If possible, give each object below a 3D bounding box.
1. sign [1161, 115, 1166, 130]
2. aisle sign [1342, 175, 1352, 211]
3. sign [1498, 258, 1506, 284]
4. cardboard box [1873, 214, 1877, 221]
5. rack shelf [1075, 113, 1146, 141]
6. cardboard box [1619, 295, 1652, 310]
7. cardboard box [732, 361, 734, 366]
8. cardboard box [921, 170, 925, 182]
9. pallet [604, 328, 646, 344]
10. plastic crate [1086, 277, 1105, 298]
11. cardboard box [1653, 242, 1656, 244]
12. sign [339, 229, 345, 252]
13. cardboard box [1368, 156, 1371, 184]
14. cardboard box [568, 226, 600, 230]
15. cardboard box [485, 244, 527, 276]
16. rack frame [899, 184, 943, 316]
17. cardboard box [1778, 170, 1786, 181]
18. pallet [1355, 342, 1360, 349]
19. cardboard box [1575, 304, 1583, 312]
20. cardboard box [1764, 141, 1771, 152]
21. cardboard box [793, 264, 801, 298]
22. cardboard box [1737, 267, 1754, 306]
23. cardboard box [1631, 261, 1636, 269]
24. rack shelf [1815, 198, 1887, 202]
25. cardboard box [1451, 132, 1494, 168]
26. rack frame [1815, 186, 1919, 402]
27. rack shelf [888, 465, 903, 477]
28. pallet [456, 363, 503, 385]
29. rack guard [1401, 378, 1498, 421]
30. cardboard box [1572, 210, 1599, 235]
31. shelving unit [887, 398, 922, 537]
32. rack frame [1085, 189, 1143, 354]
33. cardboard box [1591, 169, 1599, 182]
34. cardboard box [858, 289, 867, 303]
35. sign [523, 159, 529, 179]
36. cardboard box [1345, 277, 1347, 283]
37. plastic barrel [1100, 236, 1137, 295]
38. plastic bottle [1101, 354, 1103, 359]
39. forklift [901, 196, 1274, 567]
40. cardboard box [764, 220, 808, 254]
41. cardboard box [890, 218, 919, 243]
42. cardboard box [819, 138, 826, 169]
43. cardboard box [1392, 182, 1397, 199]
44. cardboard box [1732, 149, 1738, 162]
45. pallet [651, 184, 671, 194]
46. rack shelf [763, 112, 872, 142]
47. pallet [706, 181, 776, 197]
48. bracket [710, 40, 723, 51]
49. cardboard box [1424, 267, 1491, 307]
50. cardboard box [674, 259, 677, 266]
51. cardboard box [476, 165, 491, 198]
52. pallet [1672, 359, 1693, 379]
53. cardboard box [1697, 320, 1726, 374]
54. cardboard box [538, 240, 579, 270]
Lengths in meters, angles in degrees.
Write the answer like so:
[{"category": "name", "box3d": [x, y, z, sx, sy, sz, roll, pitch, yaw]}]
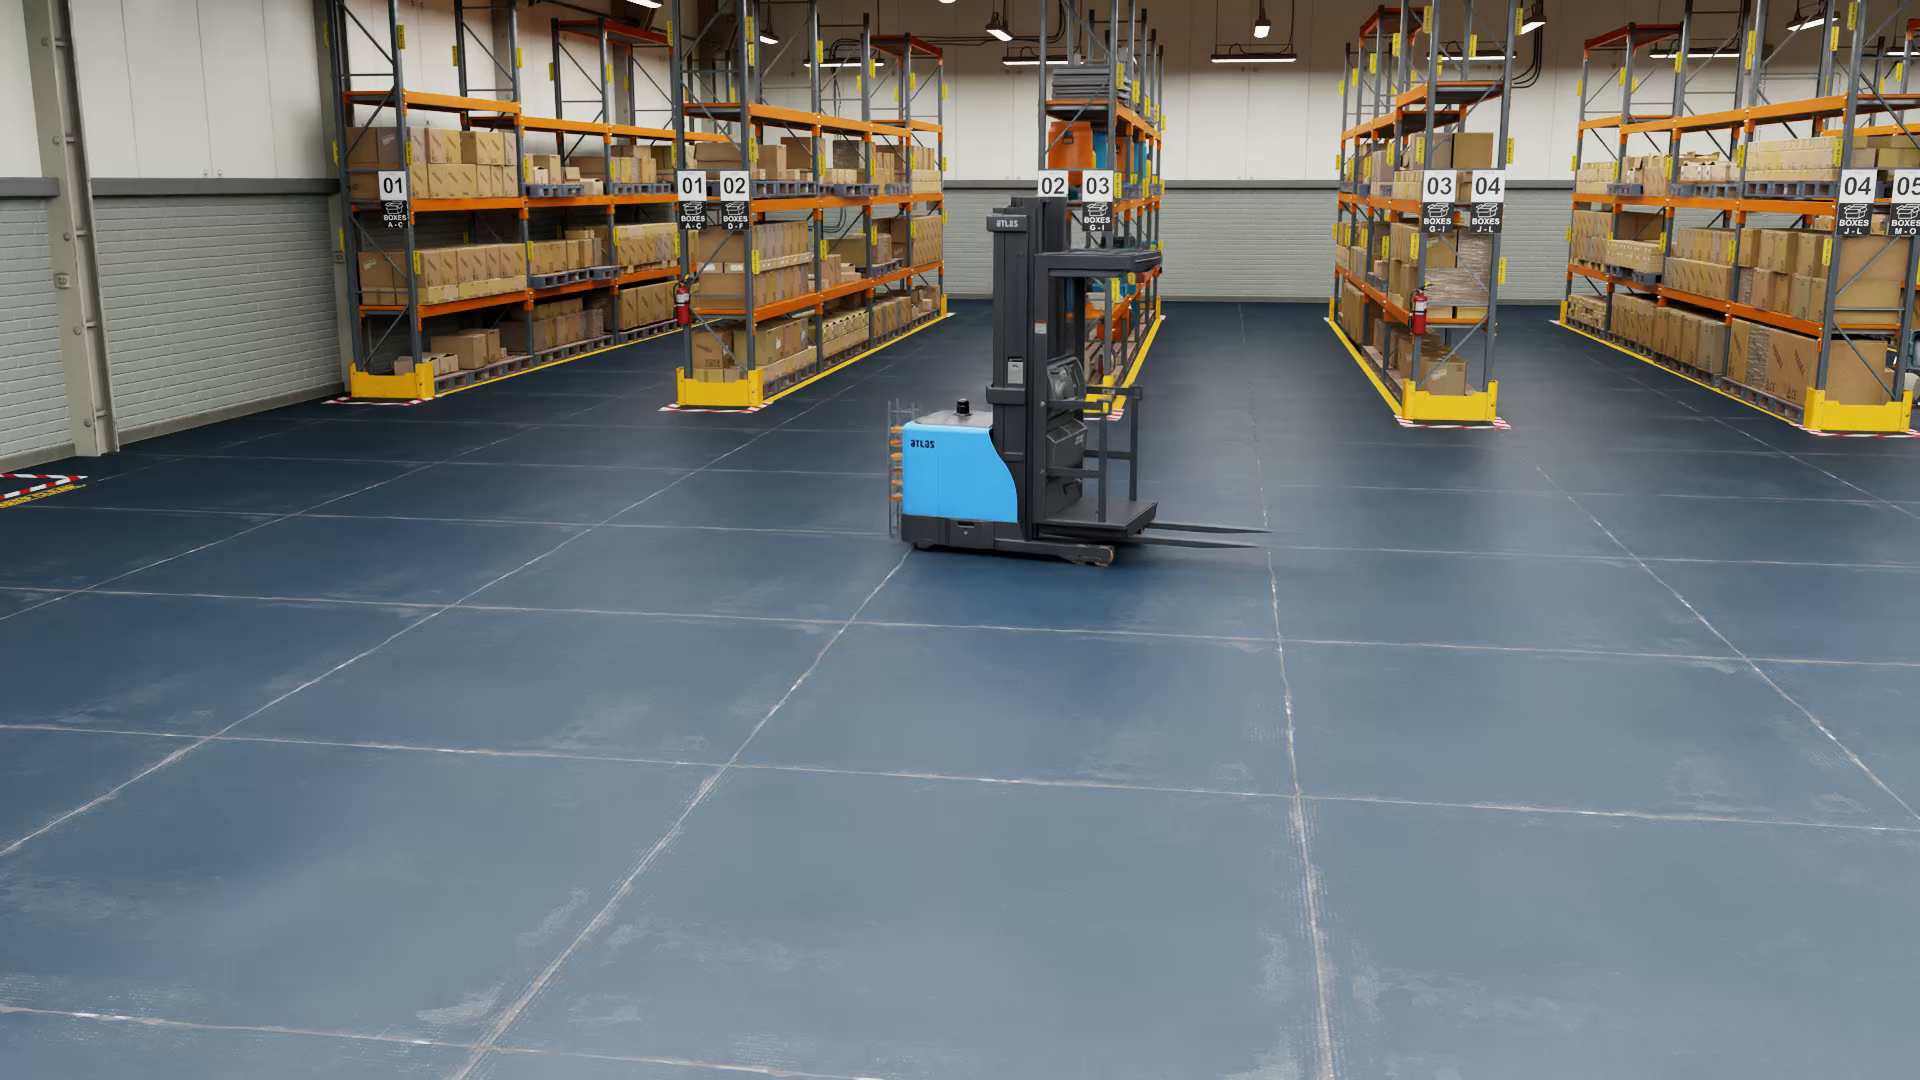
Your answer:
[{"category": "sign", "box3d": [4.541, -9.309, 37.094, 0.100, 0.325, 0.005, 2, 12, 9]}, {"category": "aisle sign", "box3d": [8.603, -7.683, 36.855, 0.394, 0.787, 0.004, 2, 12, 9]}, {"category": "sign", "box3d": [6.964, -3.463, 21.387, 0.100, 0.325, 0.005, 2, 12, 9]}, {"category": "cardboard box", "box3d": [17.994, -6.266, 32.299, 0.380, 0.149, 0.250, 2, 12, 9]}, {"category": "rack shelf", "box3d": [2.457, -6.852, 27.585, 1.077, 0.370, 4.000, 2, 12, 9]}, {"category": "cardboard box", "box3d": [12.705, -4.467, 31.258, 0.500, 0.250, 0.500, 2, 12, 10]}, {"category": "cardboard box", "box3d": [-3.505, -2.466, 24.345, 0.500, 0.250, 0.500, 2, 12, 9]}, {"category": "cardboard box", "box3d": [-1.031, -7.815, 35.687, 0.500, 0.250, 0.500, 2, 12, 9]}, {"category": "pallet", "box3d": [-6.829, -4.003, 32.565, 1.003, 0.211, 1.213, 2, 12, 9]}, {"category": "plastic crate", "box3d": [1.943, -3.915, 25.687, 0.767, 0.338, 0.504, 2, 12, 9]}, {"category": "cardboard box", "box3d": [13.168, -5.493, 31.047, 0.380, 0.149, 0.250, 2, 12, 8]}, {"category": "sign", "box3d": [-8.801, -4.281, 23.741, 0.100, 0.325, 0.005, 2, 12, 9]}, {"category": "cardboard box", "box3d": [7.727, -6.755, 30.363, 0.500, 0.500, 0.500, 3, 12, 12]}, {"category": "cardboard box", "box3d": [-7.212, -5.877, 31.875, 0.500, 0.250, 0.500, 2, 12, 10]}, {"category": "cardboard box", "box3d": [-7.407, -4.566, 27.089, 0.500, 0.500, 0.500, 2, 12, 9]}, {"category": "rack frame", "box3d": [-0.899, -6.710, 38.507, 1.000, 3.000, 0.127, 2, 12, 9]}, {"category": "cardboard box", "box3d": [11.303, -4.924, 22.465, 0.380, 0.149, 0.250, 2, 12, 9]}, {"category": "pallet", "box3d": [8.044, -3.774, 31.506, 1.003, 0.211, 1.213, 2, 12, 9]}, {"category": "cardboard box", "box3d": [13.245, -4.904, 35.191, 0.380, 0.149, 0.250, 2, 12, 10]}, {"category": "cardboard box", "box3d": [11.420, -5.472, 23.114, 0.380, 0.149, 0.250, 2, 12, 8]}, {"category": "cardboard box", "box3d": [-2.882, -4.058, 25.965, 0.700, 0.500, 0.500, 2, 12, 8]}, {"category": "cardboard box", "box3d": [11.883, -3.704, 24.206, 0.875, 0.550, 0.550, 2, 12, 9]}, {"category": "cardboard box", "box3d": [12.326, -4.954, 29.960, 0.380, 0.149, 0.250, 1, 12, 6]}, {"category": "rack shelf", "box3d": [18.373, -6.765, 33.352, 1.077, 0.370, 4.000, 2, 12, 9]}, {"category": "cardboard box", "box3d": [6.923, -5.262, 22.542, 0.500, 0.500, 0.500, 2, 12, 8]}, {"category": "rack frame", "box3d": [11.313, -2.875, 20.716, 1.000, 3.000, 0.127, 2, 12, 9]}, {"category": "rack shelf", "box3d": [-0.477, -0.580, 14.547, 0.258, 0.103, 0.180, 4, 13, 20]}, {"category": "pallet", "box3d": [-7.894, -2.613, 26.115, 1.003, 0.211, 1.213, 2, 12, 9]}, {"category": "rack guard", "box3d": [6.439, -1.851, 21.896, 1.175, 0.500, 0.348, 2, 12, 9]}, {"category": "cardboard box", "box3d": [13.443, -6.804, 35.630, 0.500, 0.500, 0.500, 2, 12, 8]}, {"category": "shelving unit", "box3d": [-0.477, -0.624, 14.537, 0.258, 1.200, 0.189, 4, 13, 20]}, {"category": "rack frame", "box3d": [2.764, -4.883, 30.031, 1.000, 3.000, 0.127, 2, 12, 9]}, {"category": "cardboard box", "box3d": [13.205, -7.442, 33.953, 0.500, 0.250, 0.500, 1, 12, 7]}, {"category": "cardboard box", "box3d": [-2.060, -4.831, 32.900, 0.500, 0.250, 0.500, 2, 12, 8]}, {"category": "sign", "box3d": [-7.103, -6.074, 27.212, 0.100, 0.325, 0.005, 2, 12, 9]}, {"category": "cardboard box", "box3d": [8.729, -5.229, 35.684, 0.875, 0.875, 0.875, 2, 12, 9]}, {"category": "plastic barrel", "box3d": [2.508, -4.366, 26.442, 0.600, 0.901, 0.708, 2, 12, 9]}, {"category": "plastic bottle", "box3d": [2.150, -2.685, 25.235, 0.061, 0.283, 0.133, 2, 12, 9]}, {"category": "forklift", "box3d": [1.072, -1.342, 13.762, 3.031, 2.935, 1.130, 5, 13, 20]}, {"category": "cardboard box", "box3d": [-2.807, -4.802, 26.339, 0.700, 0.500, 0.500, 2, 12, 9]}, {"category": "cardboard box", "box3d": [-1.164, -6.504, 34.940, 0.500, 0.500, 0.500, 2, 12, 10]}, {"category": "cardboard box", "box3d": [-2.546, -6.423, 27.636, 0.500, 0.500, 0.500, 3, 13, 14]}, {"category": "cardboard box", "box3d": [6.721, -5.197, 24.726, 0.500, 0.250, 0.500, 1, 12, 6]}, {"category": "cardboard box", "box3d": [12.553, -5.939, 26.341, 0.500, 0.500, 0.500, 2, 12, 9]}, {"category": "pallet", "box3d": [-6.502, -7.217, 34.196, 0.805, 0.209, 1.217, 1, 12, 6]}, {"category": "rack shelf", "box3d": [-2.437, -7.013, 28.334, 1.077, 0.370, 4.000, 2, 12, 9]}, {"category": "pallet", "box3d": [-3.226, -4.948, 23.424, 1.003, 0.211, 1.213, 2, 12, 9]}, {"category": "bracket", "box3d": [-5.947, -12.054, 40.521, 0.235, 0.232, 0.430, 2, 12, 9]}, {"category": "cardboard box", "box3d": [6.539, -3.365, 22.044, 0.875, 0.500, 0.500, 2, 12, 9]}, {"category": "cardboard box", "box3d": [-6.182, -5.844, 35.040, 0.380, 0.149, 0.250, 2, 12, 9]}, {"category": "cardboard box", "box3d": [-7.612, -5.562, 25.776, 0.500, 0.500, 0.500, 1, 12, 6]}, {"category": "pallet", "box3d": [12.158, -2.763, 26.812, 1.003, 0.211, 1.213, 2, 12, 9]}, {"category": "cardboard box", "box3d": [11.935, -2.946, 25.385, 1.050, 0.750, 0.750, 2, 12, 8]}, {"category": "cardboard box", "box3d": [-7.257, -5.110, 29.802, 0.700, 0.500, 0.500, 2, 12, 9]}]
